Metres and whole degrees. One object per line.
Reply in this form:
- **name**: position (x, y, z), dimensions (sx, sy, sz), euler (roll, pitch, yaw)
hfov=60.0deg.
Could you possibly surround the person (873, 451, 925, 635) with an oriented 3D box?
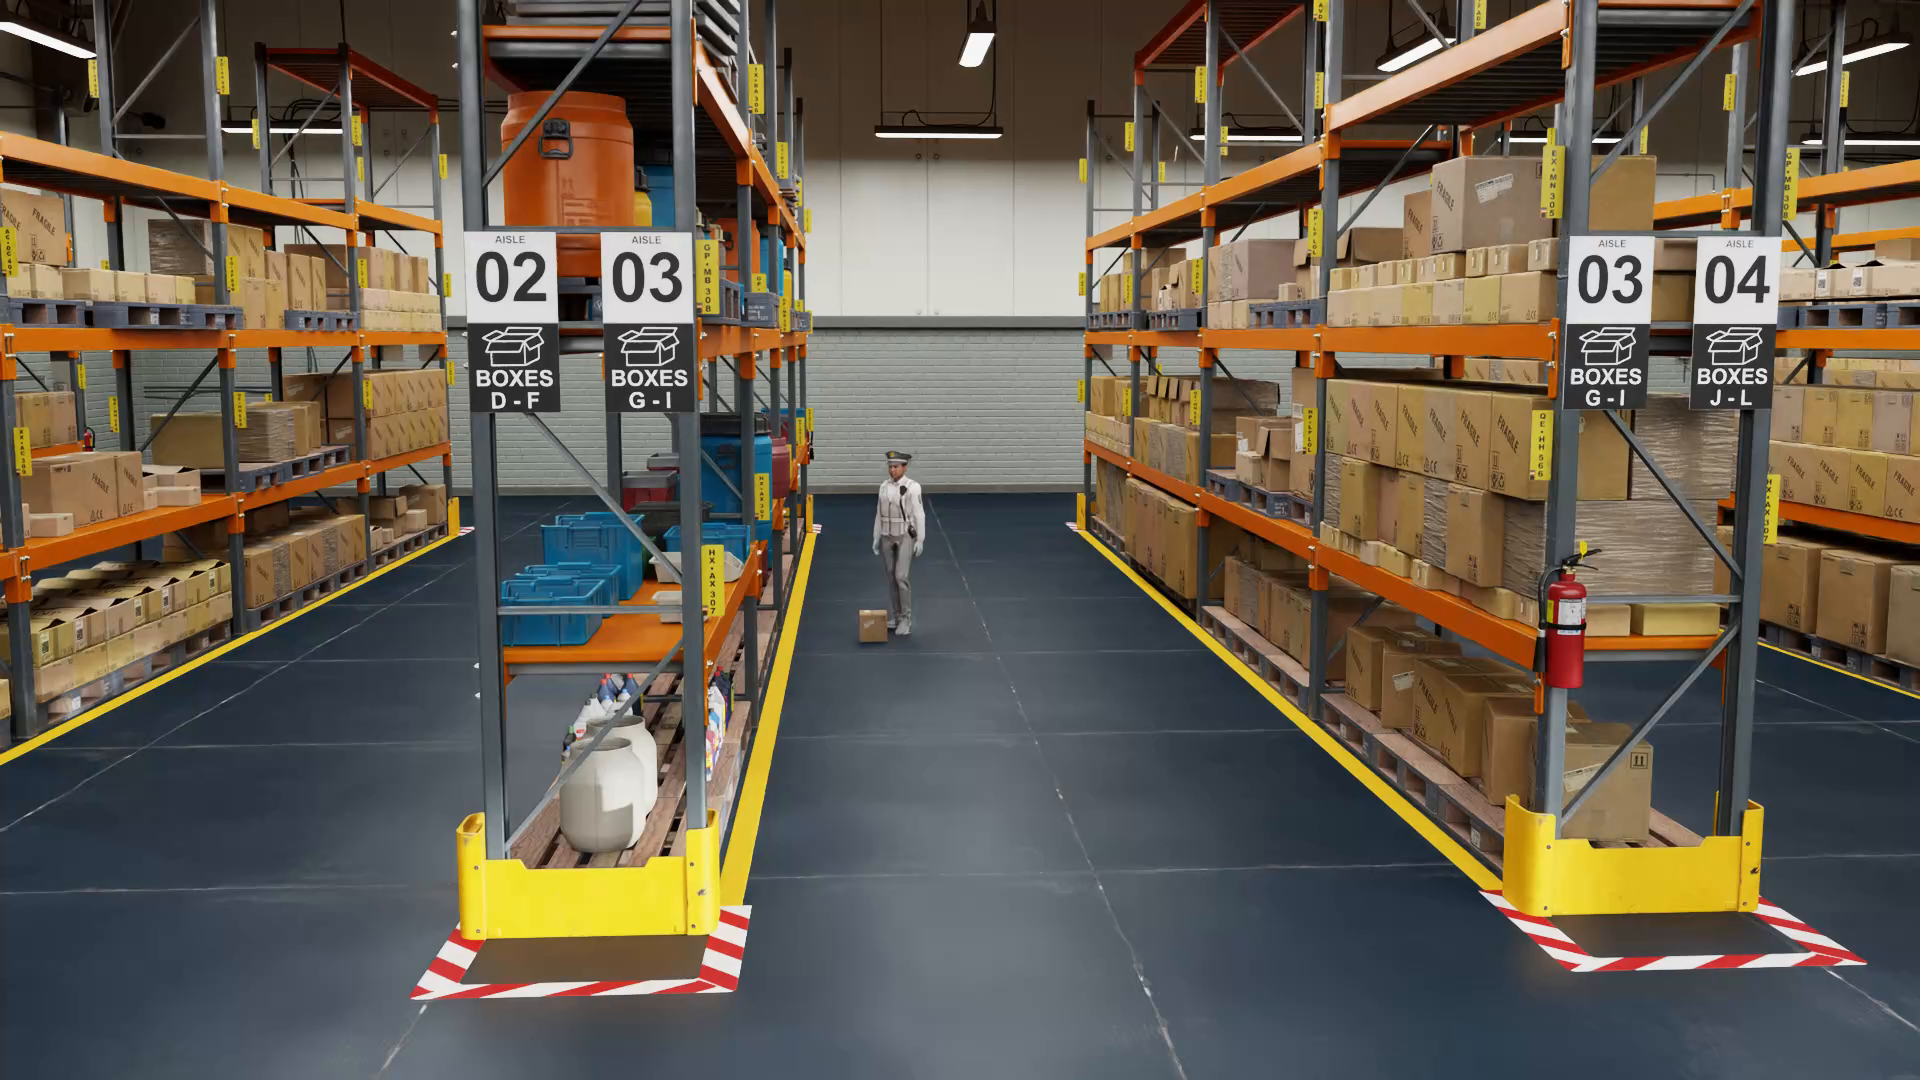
- **person**: position (-0.626, 0.023, 15.576), dimensions (0.503, 1.724, 0.436), euler (5, 8, 33)
